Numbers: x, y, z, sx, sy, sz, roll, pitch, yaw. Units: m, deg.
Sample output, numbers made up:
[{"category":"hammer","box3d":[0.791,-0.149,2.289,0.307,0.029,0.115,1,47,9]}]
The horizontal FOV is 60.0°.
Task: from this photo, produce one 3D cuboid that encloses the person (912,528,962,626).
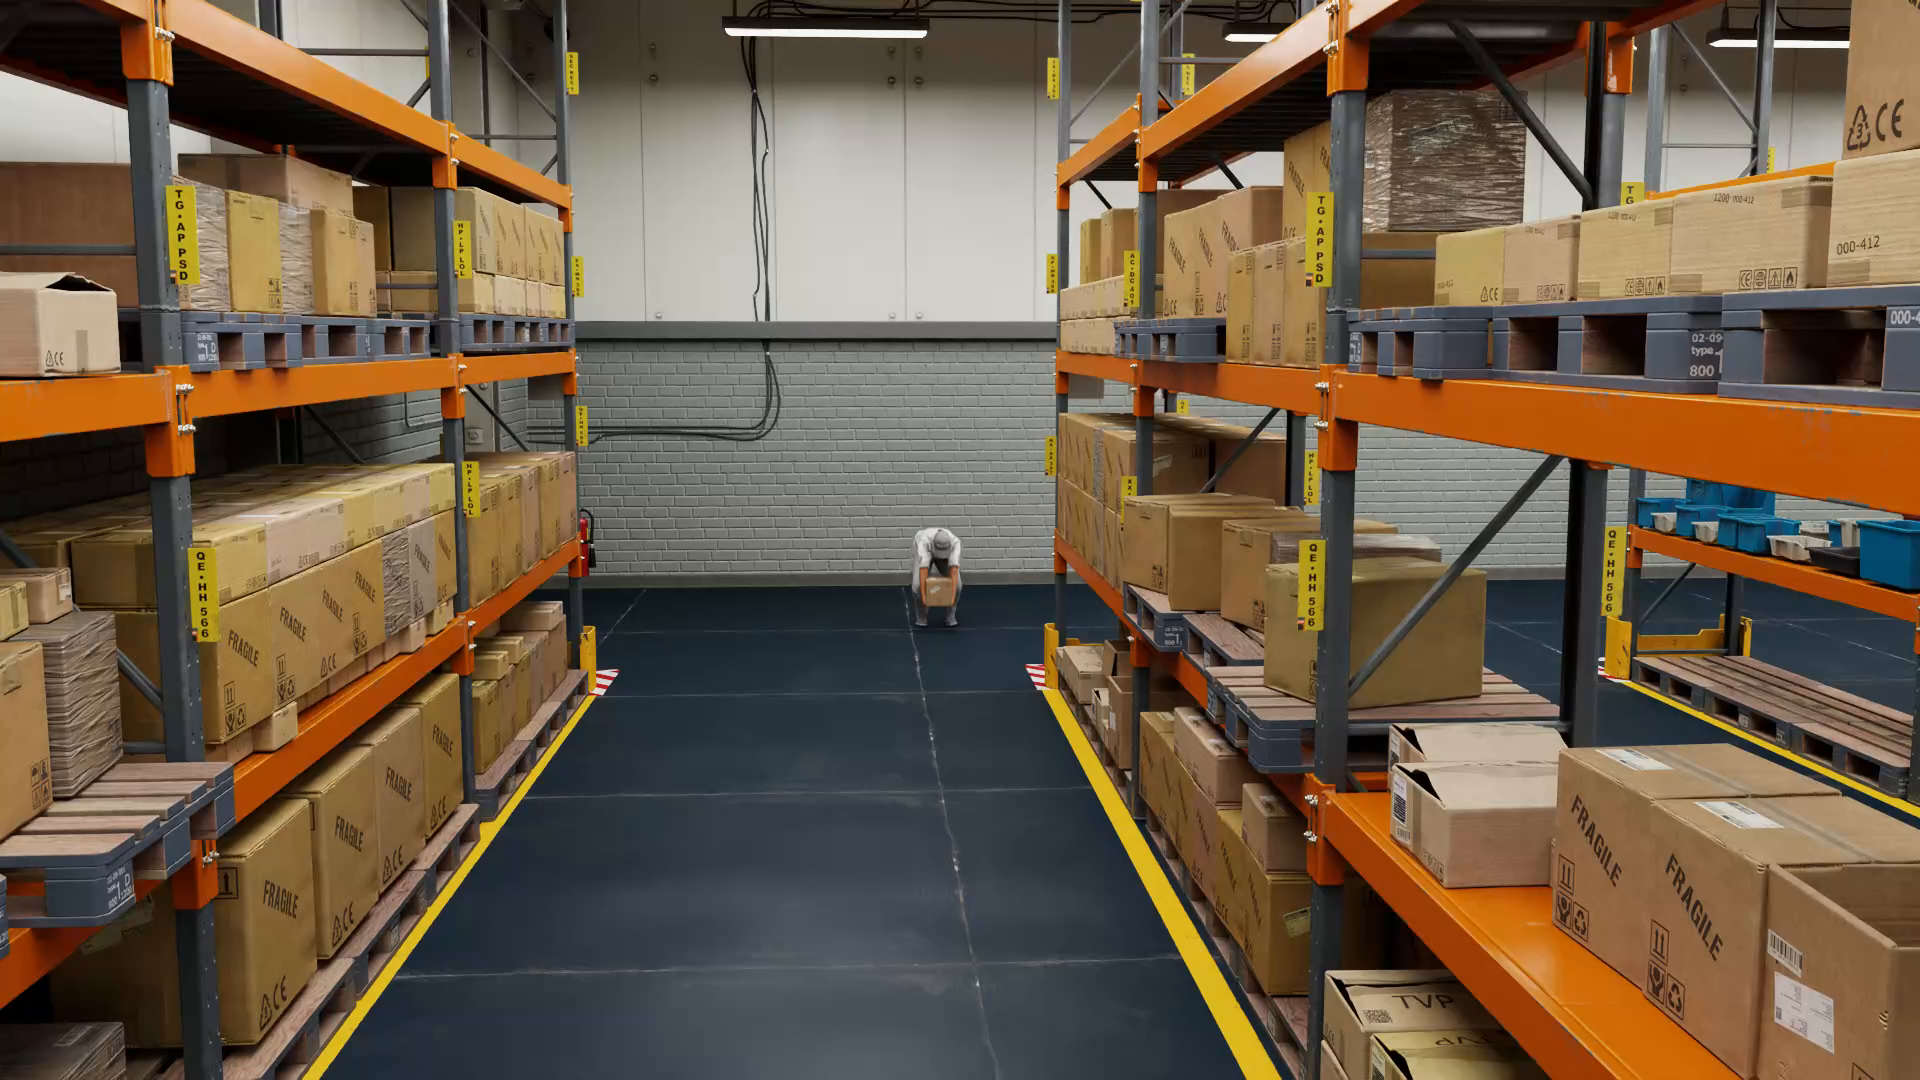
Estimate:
[{"category":"person","box3d":[-0.232,0.374,16.814,0.511,1.031,0.938,-1,7,-7]}]
